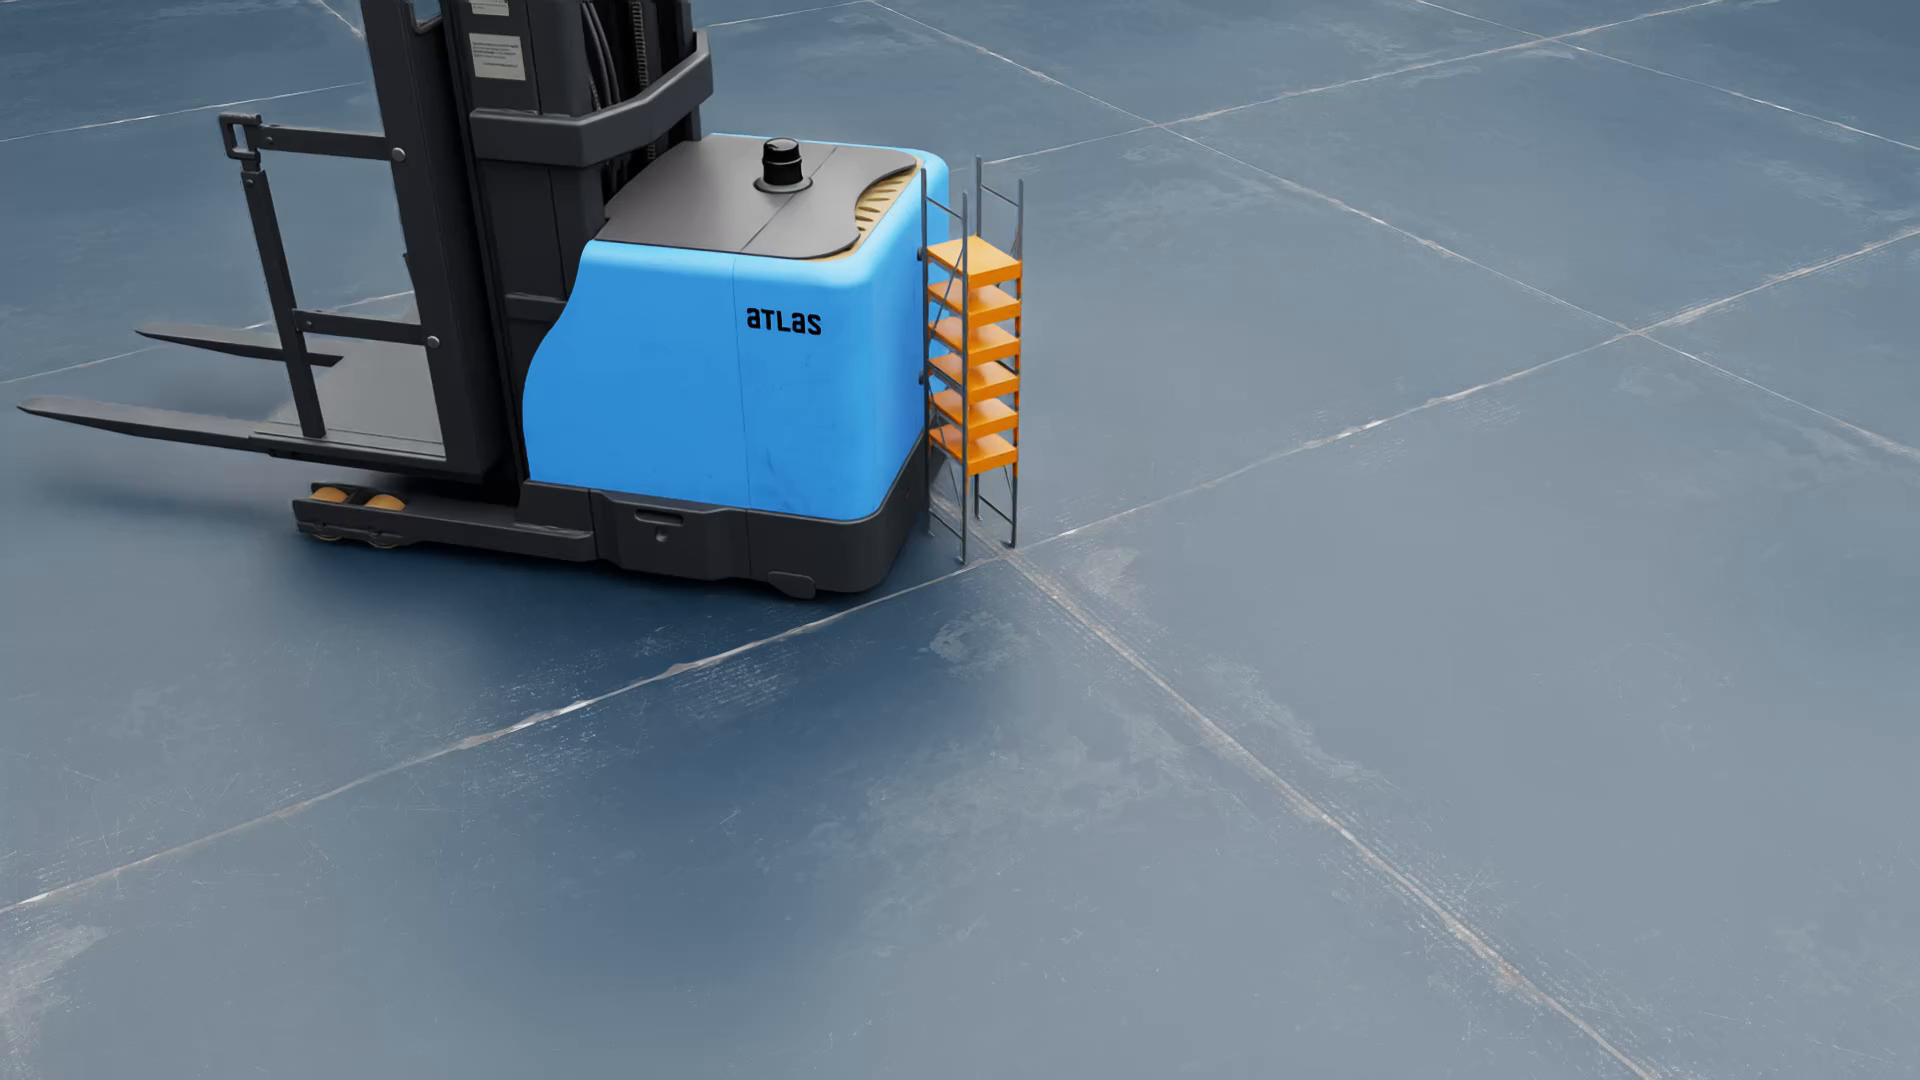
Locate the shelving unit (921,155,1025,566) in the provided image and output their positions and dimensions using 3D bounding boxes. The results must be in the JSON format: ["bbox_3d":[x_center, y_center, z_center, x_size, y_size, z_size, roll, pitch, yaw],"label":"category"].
[{"bbox_3d":[0.034,-0.508,4.930,0.189,1.200,0.258,-18,37,-26],"label":"shelving unit"}]

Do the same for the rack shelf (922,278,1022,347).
[{"bbox_3d":[0.034,-0.673,4.826,0.180,0.103,0.258,-18,37,-26],"label":"rack shelf"}]

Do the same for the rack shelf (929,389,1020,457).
[{"bbox_3d":[0.034,-0.369,5.018,0.180,0.103,0.258,-18,37,-26],"label":"rack shelf"}]

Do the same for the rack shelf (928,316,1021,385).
[{"bbox_3d":[0.034,-0.572,4.890,0.180,0.103,0.258,-18,37,-26],"label":"rack shelf"}]

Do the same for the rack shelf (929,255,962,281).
[{"bbox_3d":[0.034,-0.792,4.751,0.166,0.020,0.199,-18,37,-26],"label":"rack shelf"}]

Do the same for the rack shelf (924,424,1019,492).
[{"bbox_3d":[0.034,-0.267,5.082,0.180,0.103,0.258,-18,37,-26],"label":"rack shelf"}]

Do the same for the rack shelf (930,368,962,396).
[{"bbox_3d":[0.034,-0.487,4.943,0.166,0.020,0.199,-18,37,-26],"label":"rack shelf"}]

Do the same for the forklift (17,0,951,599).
[{"bbox_3d":[-1.595,-1.439,4.867,3.031,2.843,1.129,7,33,12],"label":"forklift"}]

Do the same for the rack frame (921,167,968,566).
[{"bbox_3d":[-0.044,-0.482,4.890,0.006,1.200,0.240,-18,37,-26],"label":"rack frame"}]

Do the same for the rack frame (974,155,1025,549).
[{"bbox_3d":[0.112,-0.534,4.971,0.006,1.200,0.240,-18,37,-26],"label":"rack frame"}]
